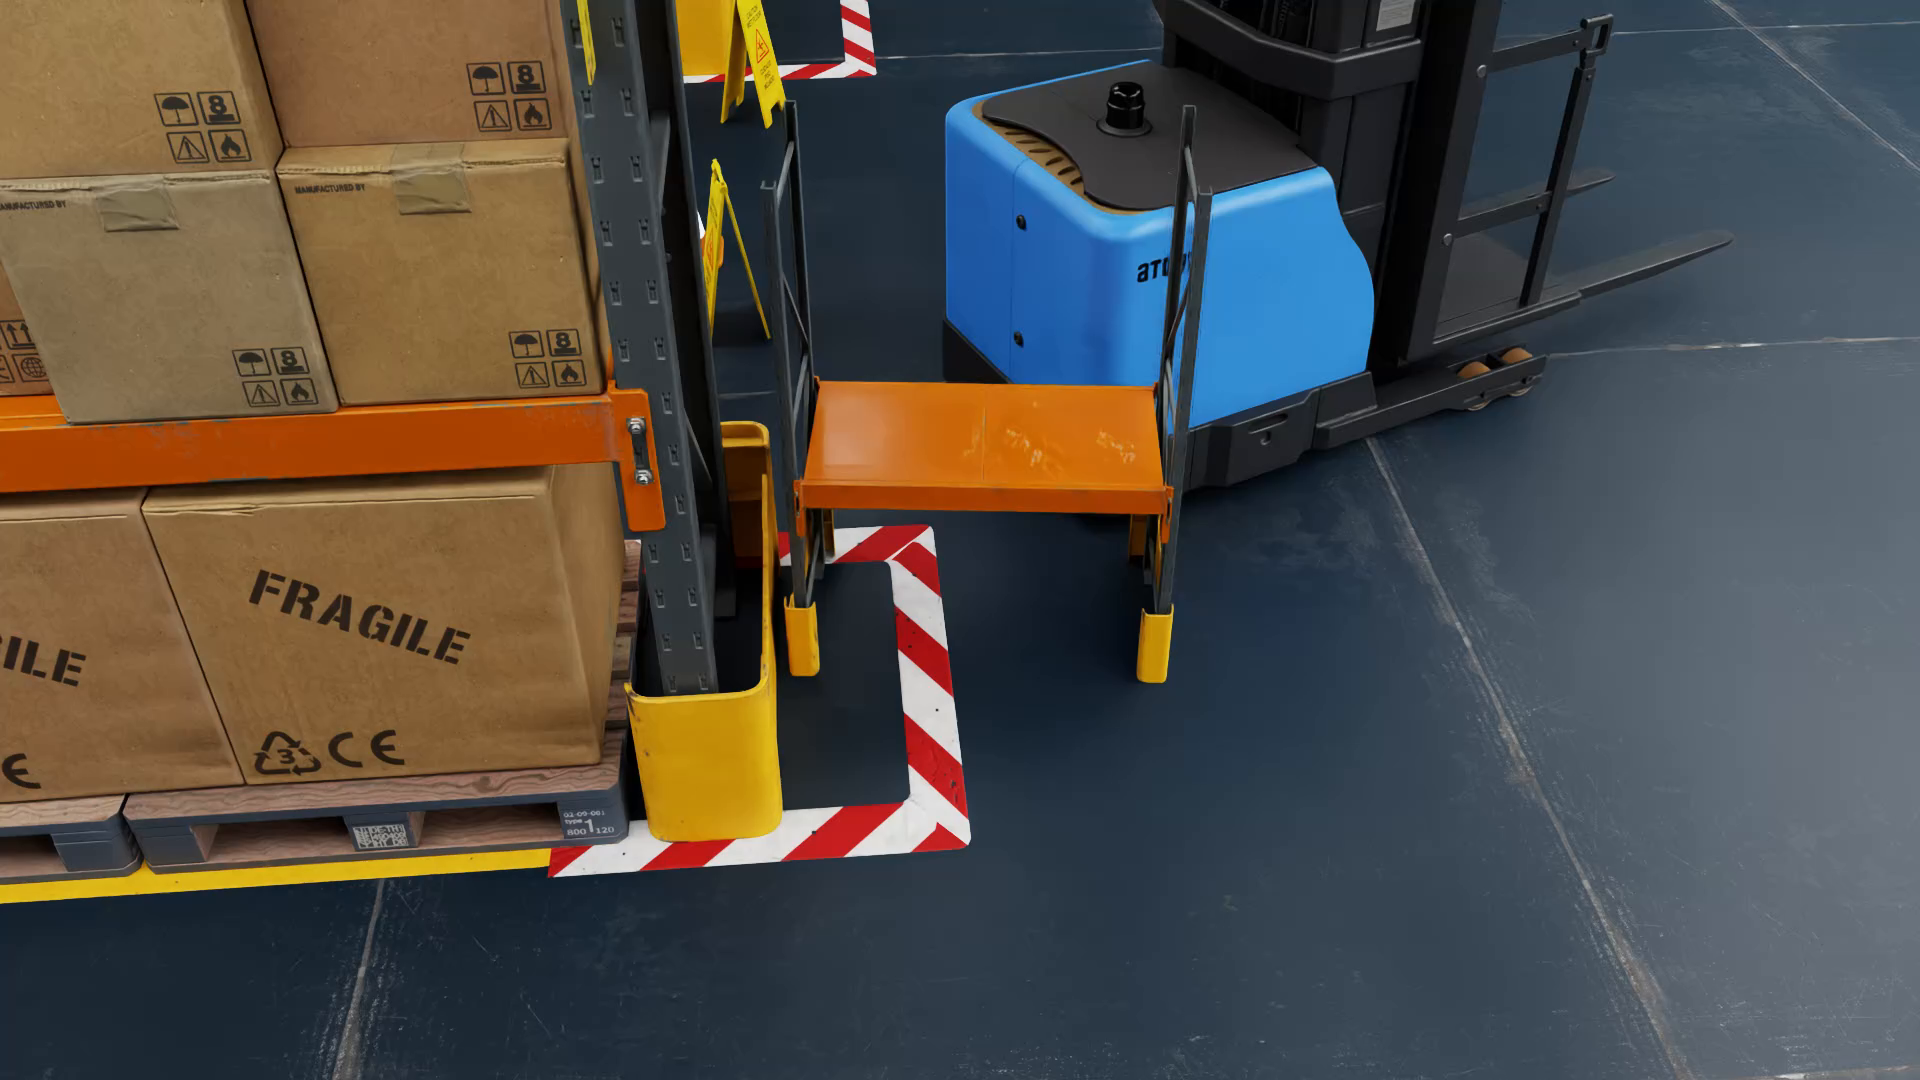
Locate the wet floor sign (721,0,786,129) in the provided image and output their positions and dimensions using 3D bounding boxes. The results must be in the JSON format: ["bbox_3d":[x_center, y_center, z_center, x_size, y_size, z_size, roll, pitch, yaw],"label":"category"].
[{"bbox_3d":[-0.961,-2.241,7.569,0.232,0.644,0.267,9,39,12],"label":"wet floor sign"}]

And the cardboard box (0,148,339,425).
[{"bbox_3d":[-1.618,-0.733,3.637,0.550,0.550,0.875,-3,38,-4],"label":"cardboard box"}]

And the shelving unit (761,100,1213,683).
[{"bbox_3d":[0.058,-0.373,4.511,1.083,1.500,0.587,1,38,1],"label":"shelving unit"}]

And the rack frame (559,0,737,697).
[{"bbox_3d":[-0.706,-0.766,3.800,0.127,3.000,1.000,-3,38,-4],"label":"rack frame"}]

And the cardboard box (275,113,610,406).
[{"bbox_3d":[-1.072,-0.777,3.692,0.550,0.550,0.875,-3,38,-4],"label":"cardboard box"}]

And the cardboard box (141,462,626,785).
[{"bbox_3d":[-1.376,-0.019,4.229,0.875,0.875,0.875,-3,38,-4],"label":"cardboard box"}]

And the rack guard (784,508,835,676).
[{"bbox_3d":[-0.440,0.109,4.910,0.087,0.250,0.587,1,38,1],"label":"rack guard"}]

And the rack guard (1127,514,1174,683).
[{"bbox_3d":[0.556,0.127,4.887,0.087,0.250,0.587,1,38,1],"label":"rack guard"}]

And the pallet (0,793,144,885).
[{"bbox_3d":[-2.708,0.486,4.464,1.213,0.211,1.003,-3,38,-4],"label":"pallet"}]

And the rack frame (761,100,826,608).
[{"bbox_3d":[-0.441,-0.381,4.523,0.032,1.500,0.500,1,38,1],"label":"rack frame"}]

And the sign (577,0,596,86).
[{"bbox_3d":[-0.672,-0.978,2.942,0.005,0.325,0.100,-3,38,-4],"label":"sign"}]

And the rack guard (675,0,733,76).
[{"bbox_3d":[-1.321,-2.829,8.432,0.348,0.500,1.175,-3,38,-4],"label":"rack guard"}]

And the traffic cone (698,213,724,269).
[{"bbox_3d":[-1.122,-1.333,6.566,0.334,0.463,0.336,-3,38,-4],"label":"traffic cone"}]

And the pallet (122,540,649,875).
[{"bbox_3d":[-1.496,0.421,4.547,1.213,0.211,1.003,-3,38,-4],"label":"pallet"}]

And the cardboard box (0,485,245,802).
[{"bbox_3d":[-2.252,0.031,4.166,0.875,0.875,0.875,-4,38,-5],"label":"cardboard box"}]

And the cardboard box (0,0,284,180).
[{"bbox_3d":[-1.619,-1.166,3.313,0.550,0.550,0.875,-3,38,-4],"label":"cardboard box"}]

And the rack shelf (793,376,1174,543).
[{"bbox_3d":[0.067,-0.231,4.622,1.000,0.185,0.538,1,38,1],"label":"rack shelf"}]

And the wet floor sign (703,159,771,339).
[{"bbox_3d":[-0.853,-1.065,6.079,0.232,0.644,0.267,-9,39,-12],"label":"wet floor sign"}]

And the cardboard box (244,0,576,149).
[{"bbox_3d":[-1.079,-1.253,3.423,0.550,0.550,0.875,-3,38,-4],"label":"cardboard box"}]

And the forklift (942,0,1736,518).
[{"bbox_3d":[1.482,-1.872,5.256,3.031,2.935,1.130,-19,42,-22],"label":"forklift"}]

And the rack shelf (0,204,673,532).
[{"bbox_3d":[-2.698,-0.374,3.883,4.000,0.370,1.077,-3,38,-4],"label":"rack shelf"}]

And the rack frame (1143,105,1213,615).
[{"bbox_3d":[0.575,-0.363,4.500,0.032,1.500,0.500,1,38,1],"label":"rack frame"}]

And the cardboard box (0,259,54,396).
[{"bbox_3d":[-2.186,-0.780,3.696,0.550,0.550,0.875,-3,38,-4],"label":"cardboard box"}]

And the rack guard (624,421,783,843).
[{"bbox_3d":[-0.682,0.214,4.576,0.348,0.500,1.175,-3,38,-4],"label":"rack guard"}]
